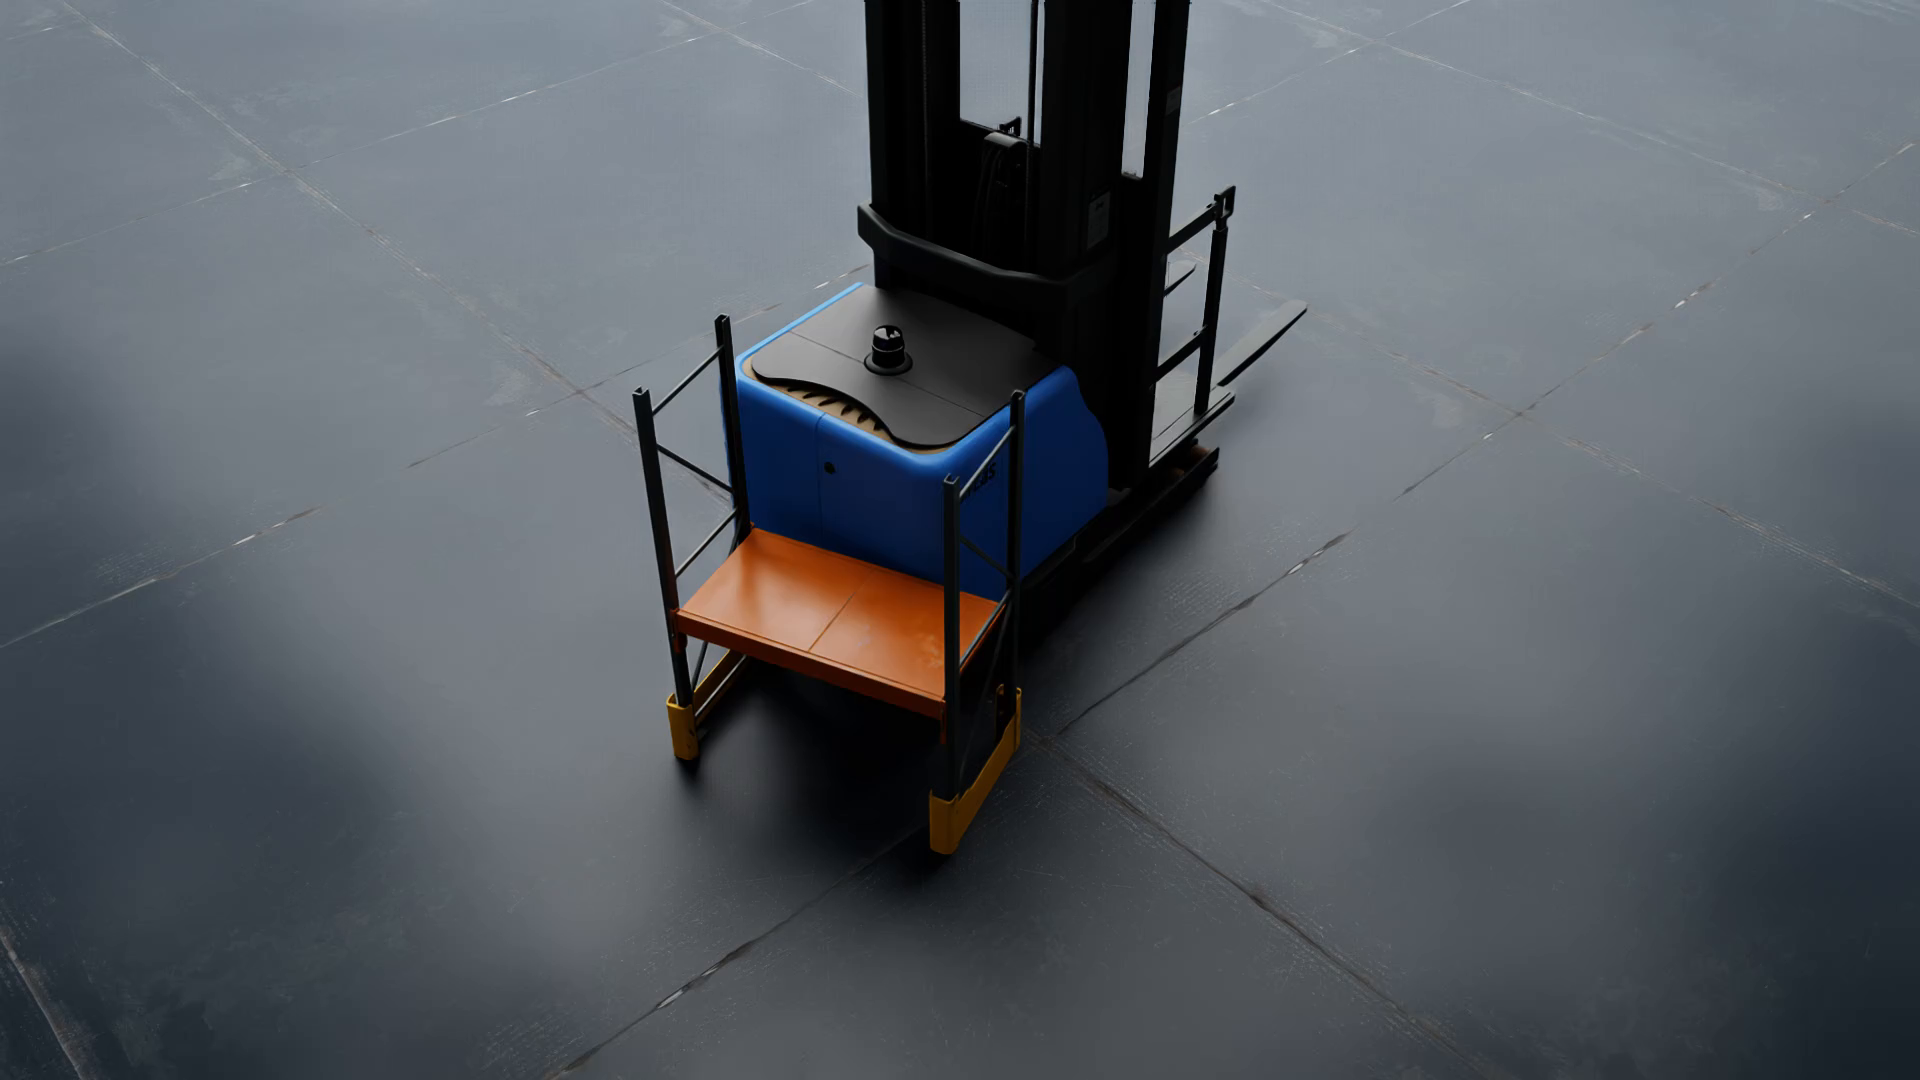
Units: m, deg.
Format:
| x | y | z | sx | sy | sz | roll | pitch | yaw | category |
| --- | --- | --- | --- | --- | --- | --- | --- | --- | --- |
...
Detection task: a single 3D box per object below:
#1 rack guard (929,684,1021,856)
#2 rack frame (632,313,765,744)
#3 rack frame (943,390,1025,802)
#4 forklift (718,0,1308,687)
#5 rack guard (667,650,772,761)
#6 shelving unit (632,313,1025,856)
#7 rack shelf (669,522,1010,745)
| x | y | z | sx | sy | sz | roll | pitch | yaw | category |
| --- | --- | --- | --- | --- | --- | --- | --- | --- | --- |
| 0.056 | 0.766 | 5.602 | 0.087 | 0.250 | 0.587 | 17 | 42 | 19 | rack guard |
| -0.846 | 0.013 | 5.540 | 0.032 | 1.500 | 0.500 | 17 | 42 | 19 | rack frame |
| 0.073 | 0.285 | 5.203 | 0.032 | 1.500 | 0.500 | 17 | 42 | 19 | rack frame |
| 0.437 | -1.449 | 6.211 | 1.130 | 2.935 | 3.031 | 26 | 46 | 28 | forklift |
| -0.845 | 0.499 | 5.933 | 0.087 | 0.250 | 0.587 | 17 | 42 | 19 | rack guard |
| -0.395 | 0.147 | 5.375 | 1.083 | 1.500 | 0.587 | 17 | 42 | 19 | shelving unit |
| -0.387 | 0.289 | 5.485 | 1.000 | 0.185 | 0.538 | 17 | 42 | 19 | rack shelf |
